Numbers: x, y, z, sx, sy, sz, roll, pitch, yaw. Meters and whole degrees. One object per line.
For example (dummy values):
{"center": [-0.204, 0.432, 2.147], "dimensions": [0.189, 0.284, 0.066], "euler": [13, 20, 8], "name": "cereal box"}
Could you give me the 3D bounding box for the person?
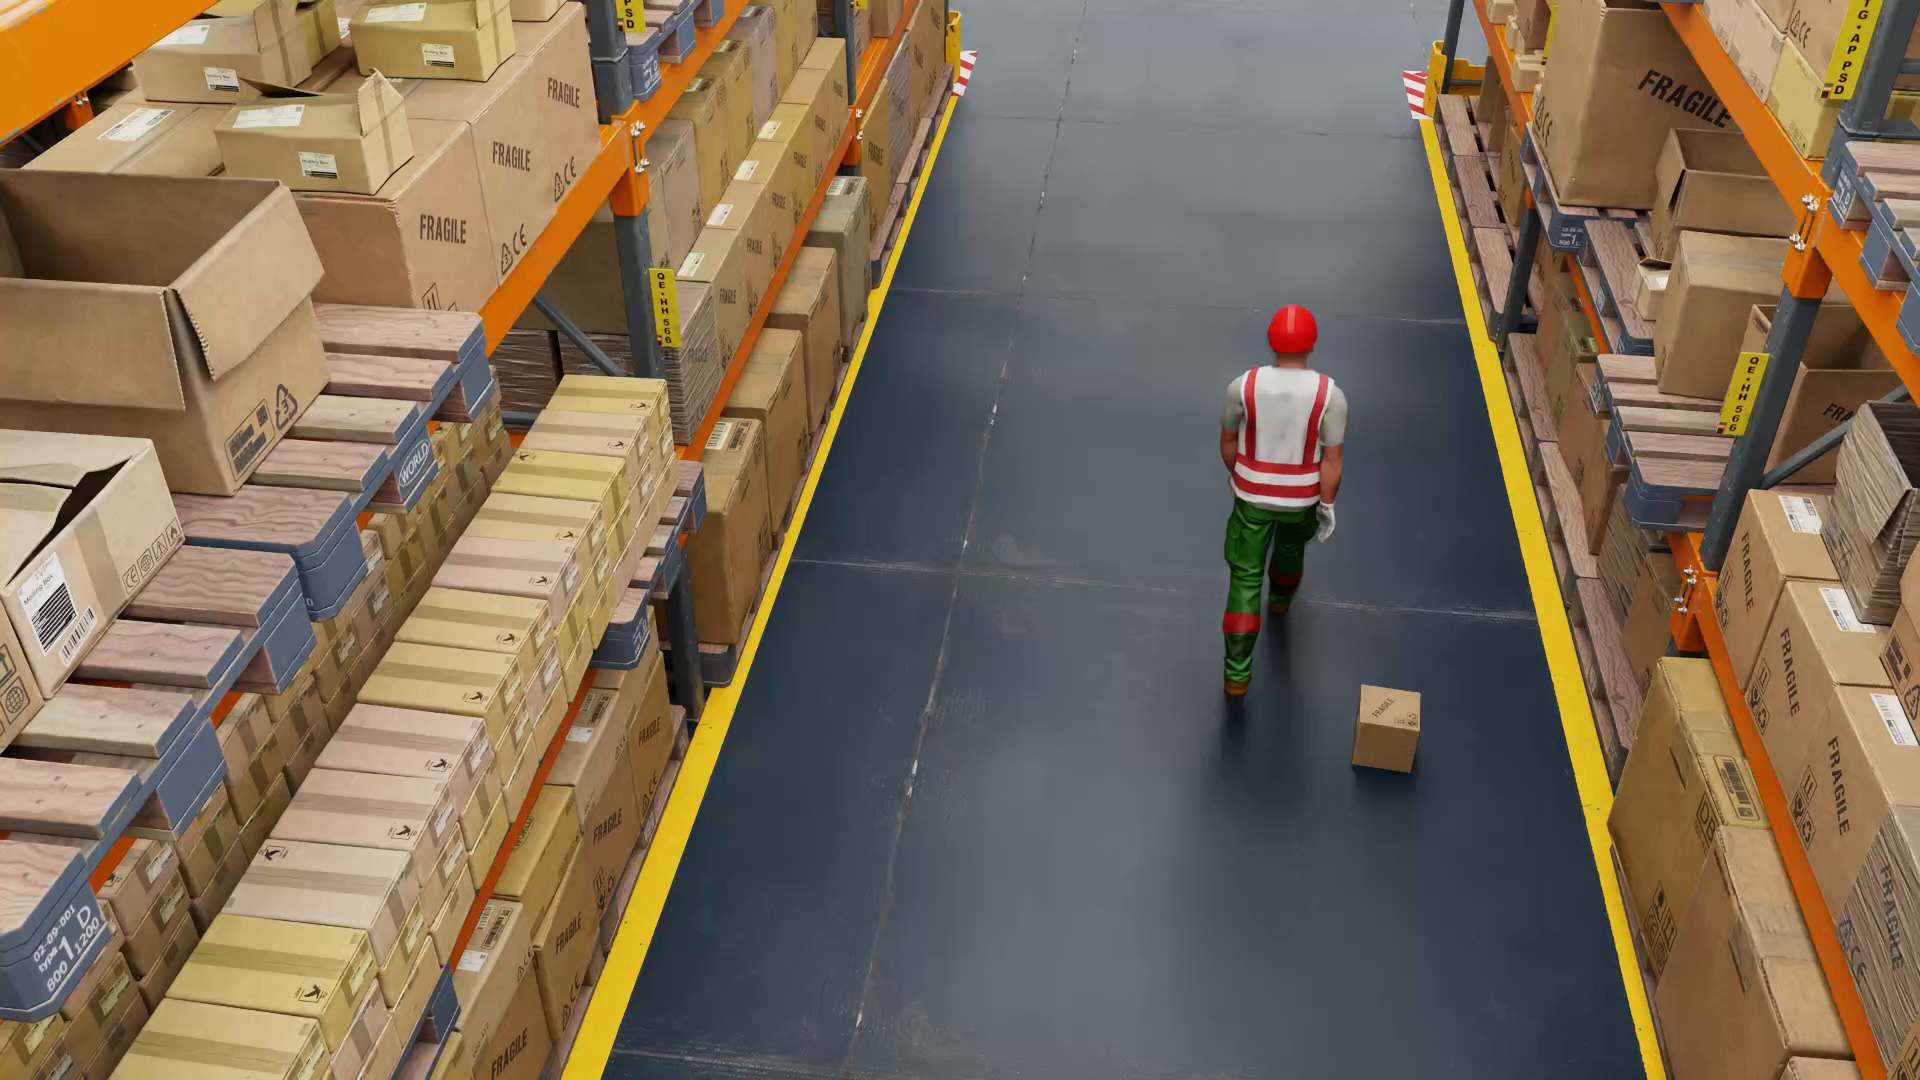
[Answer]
{"center": [1.390, -0.223, 7.334], "dimensions": [0.540, 1.752, 1.046], "euler": [6, 36, 8], "name": "person"}
